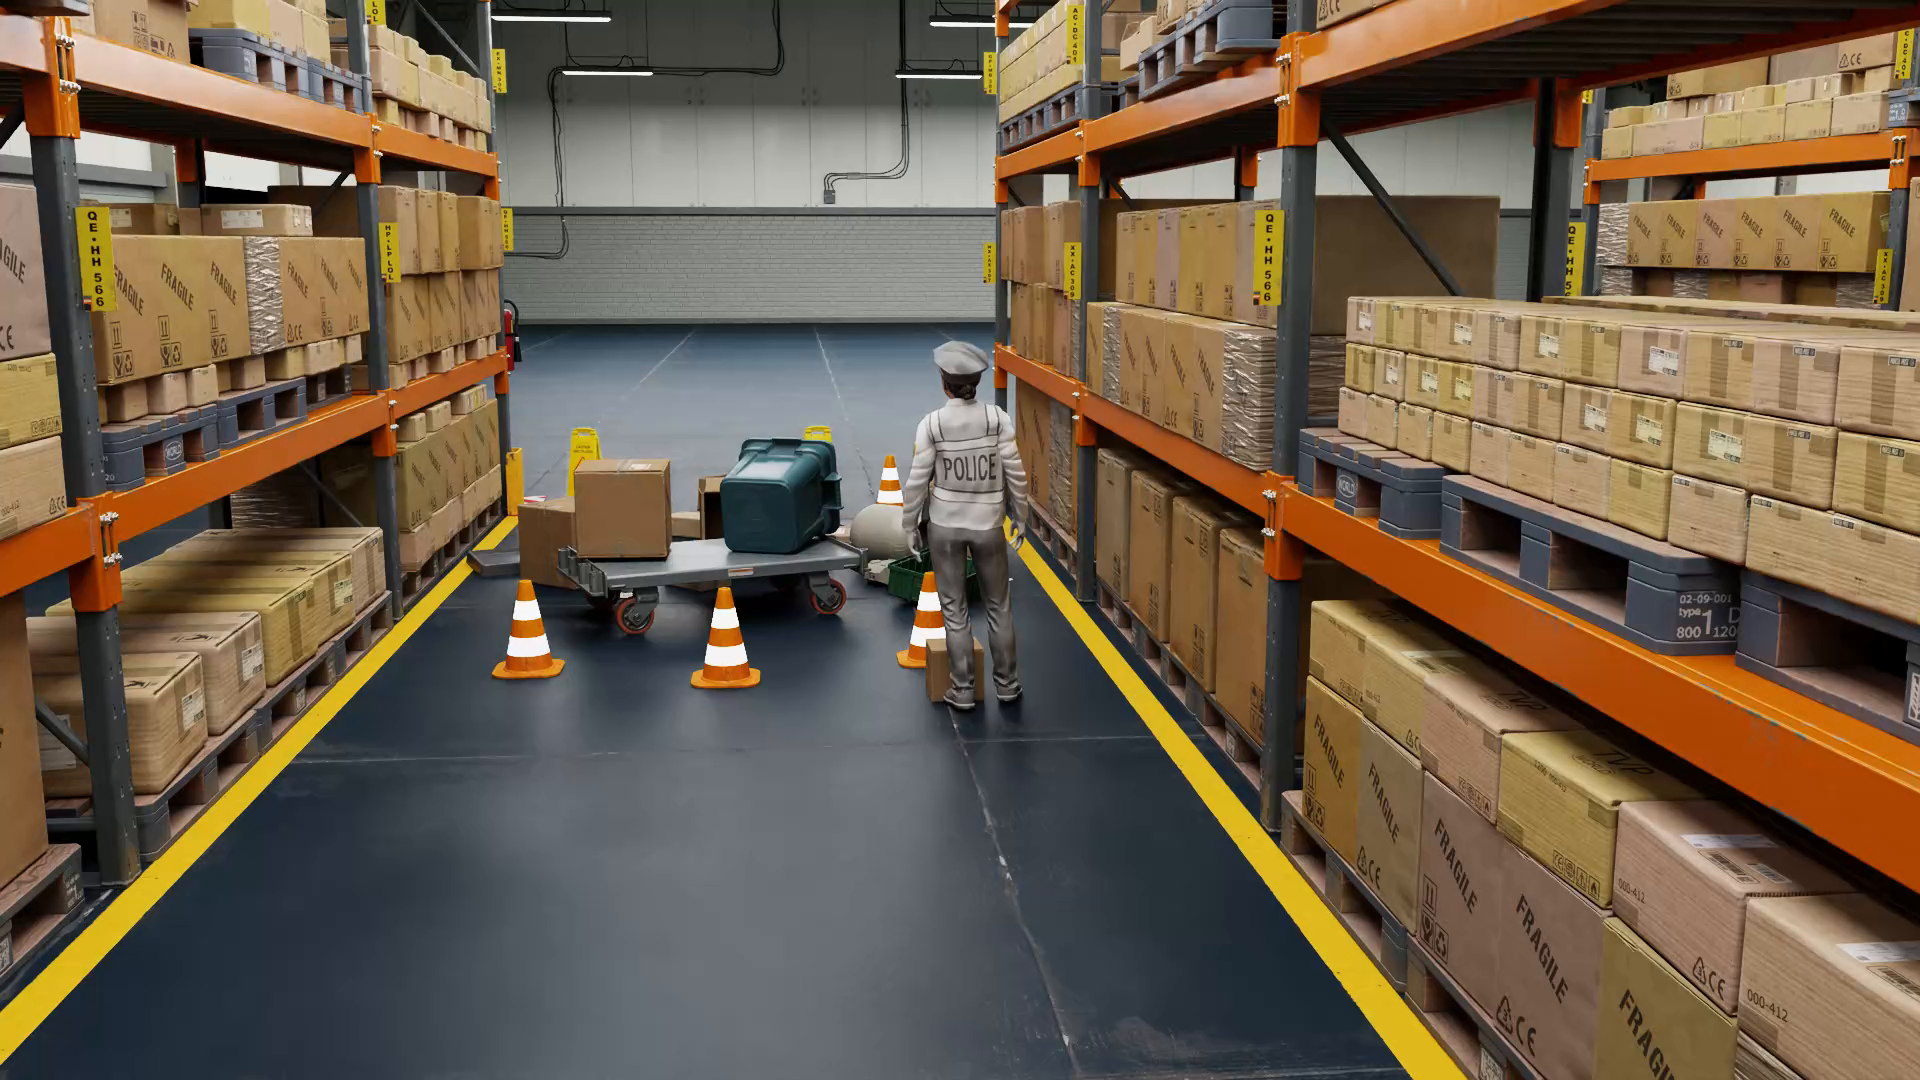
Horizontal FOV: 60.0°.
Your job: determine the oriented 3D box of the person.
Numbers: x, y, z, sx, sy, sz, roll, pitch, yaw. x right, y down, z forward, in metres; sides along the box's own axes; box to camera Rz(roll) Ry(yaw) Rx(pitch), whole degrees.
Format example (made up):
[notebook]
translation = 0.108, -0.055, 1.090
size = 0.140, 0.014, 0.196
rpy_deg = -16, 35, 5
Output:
[person]
translation = 0.024, -0.065, 7.626
size = 0.586, 1.695, 0.532
rpy_deg = -1, 10, -6
